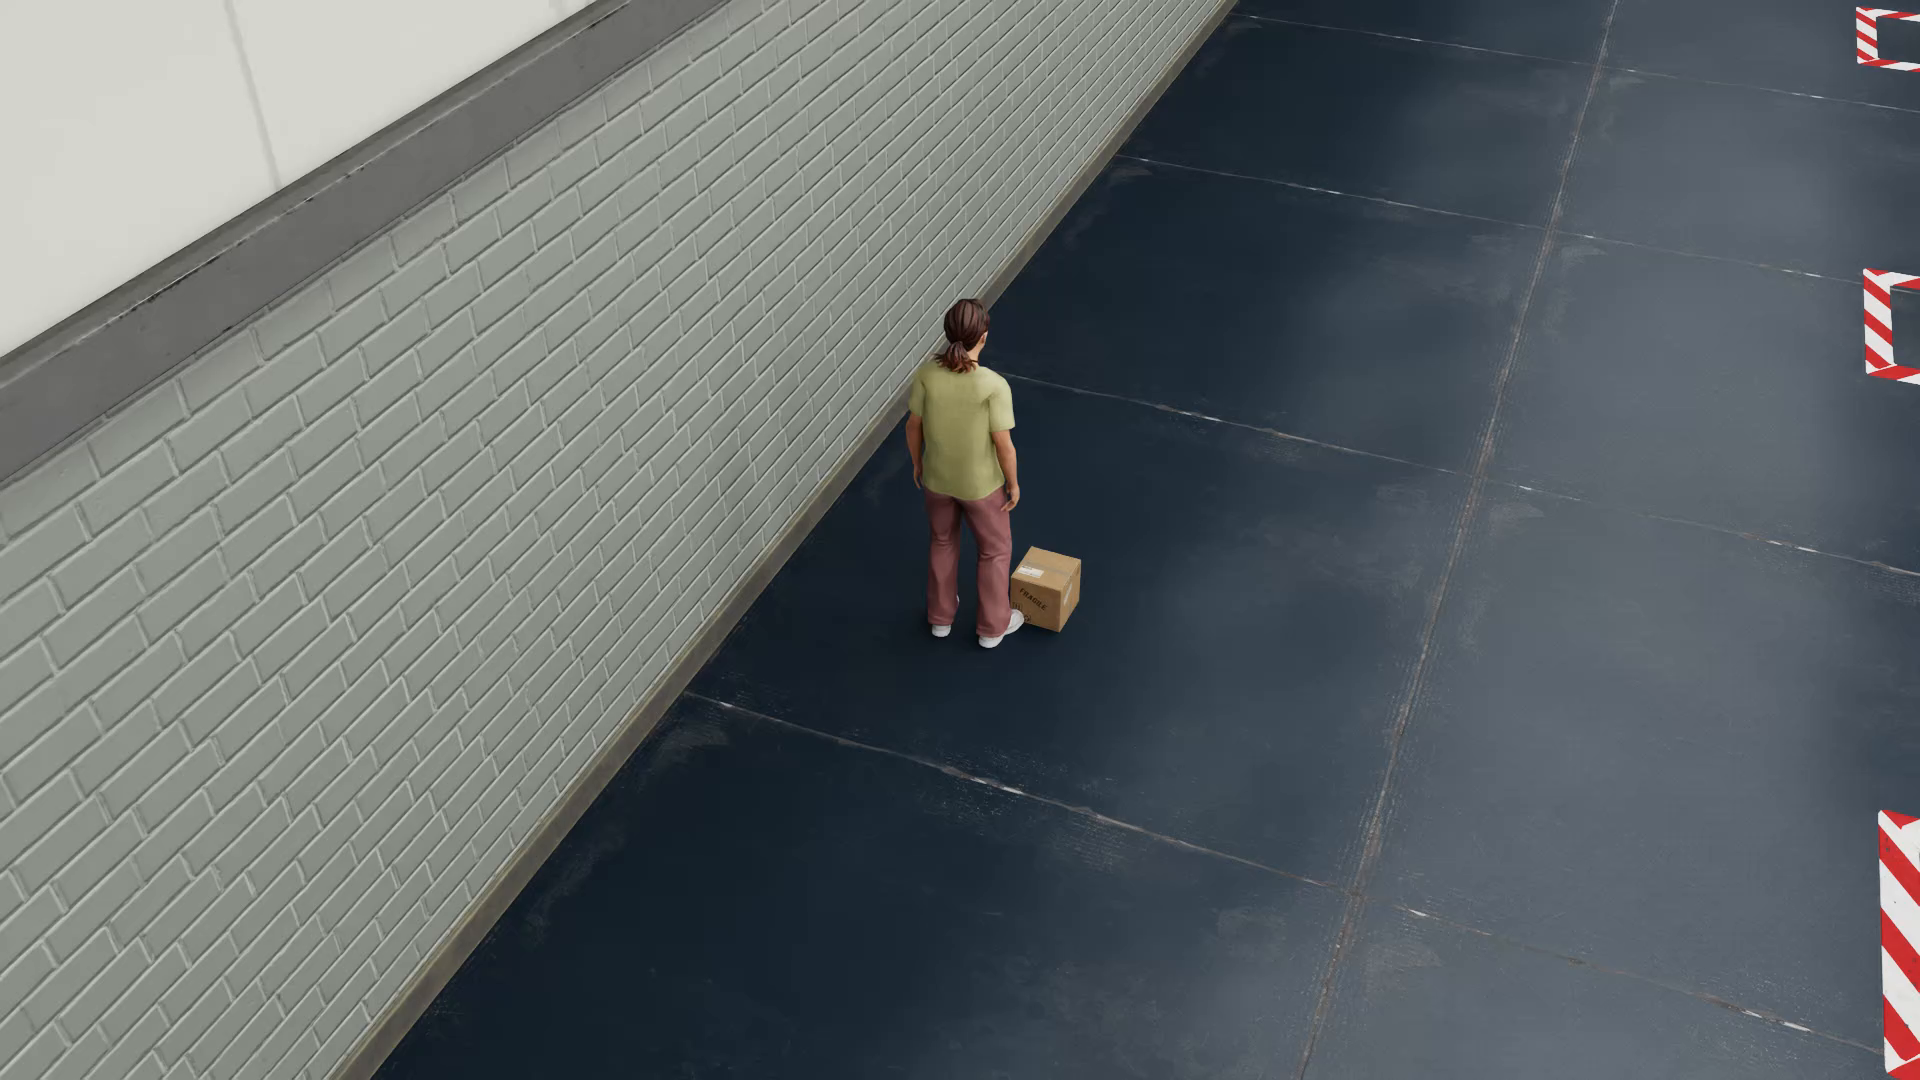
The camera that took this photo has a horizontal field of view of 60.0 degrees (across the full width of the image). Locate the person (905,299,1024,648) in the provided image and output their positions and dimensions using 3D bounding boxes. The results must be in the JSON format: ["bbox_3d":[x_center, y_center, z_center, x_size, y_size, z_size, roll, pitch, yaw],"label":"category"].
[{"bbox_3d":[0.025,-0.267,7.166,0.497,1.672,0.363,14,40,17],"label":"person"}]
